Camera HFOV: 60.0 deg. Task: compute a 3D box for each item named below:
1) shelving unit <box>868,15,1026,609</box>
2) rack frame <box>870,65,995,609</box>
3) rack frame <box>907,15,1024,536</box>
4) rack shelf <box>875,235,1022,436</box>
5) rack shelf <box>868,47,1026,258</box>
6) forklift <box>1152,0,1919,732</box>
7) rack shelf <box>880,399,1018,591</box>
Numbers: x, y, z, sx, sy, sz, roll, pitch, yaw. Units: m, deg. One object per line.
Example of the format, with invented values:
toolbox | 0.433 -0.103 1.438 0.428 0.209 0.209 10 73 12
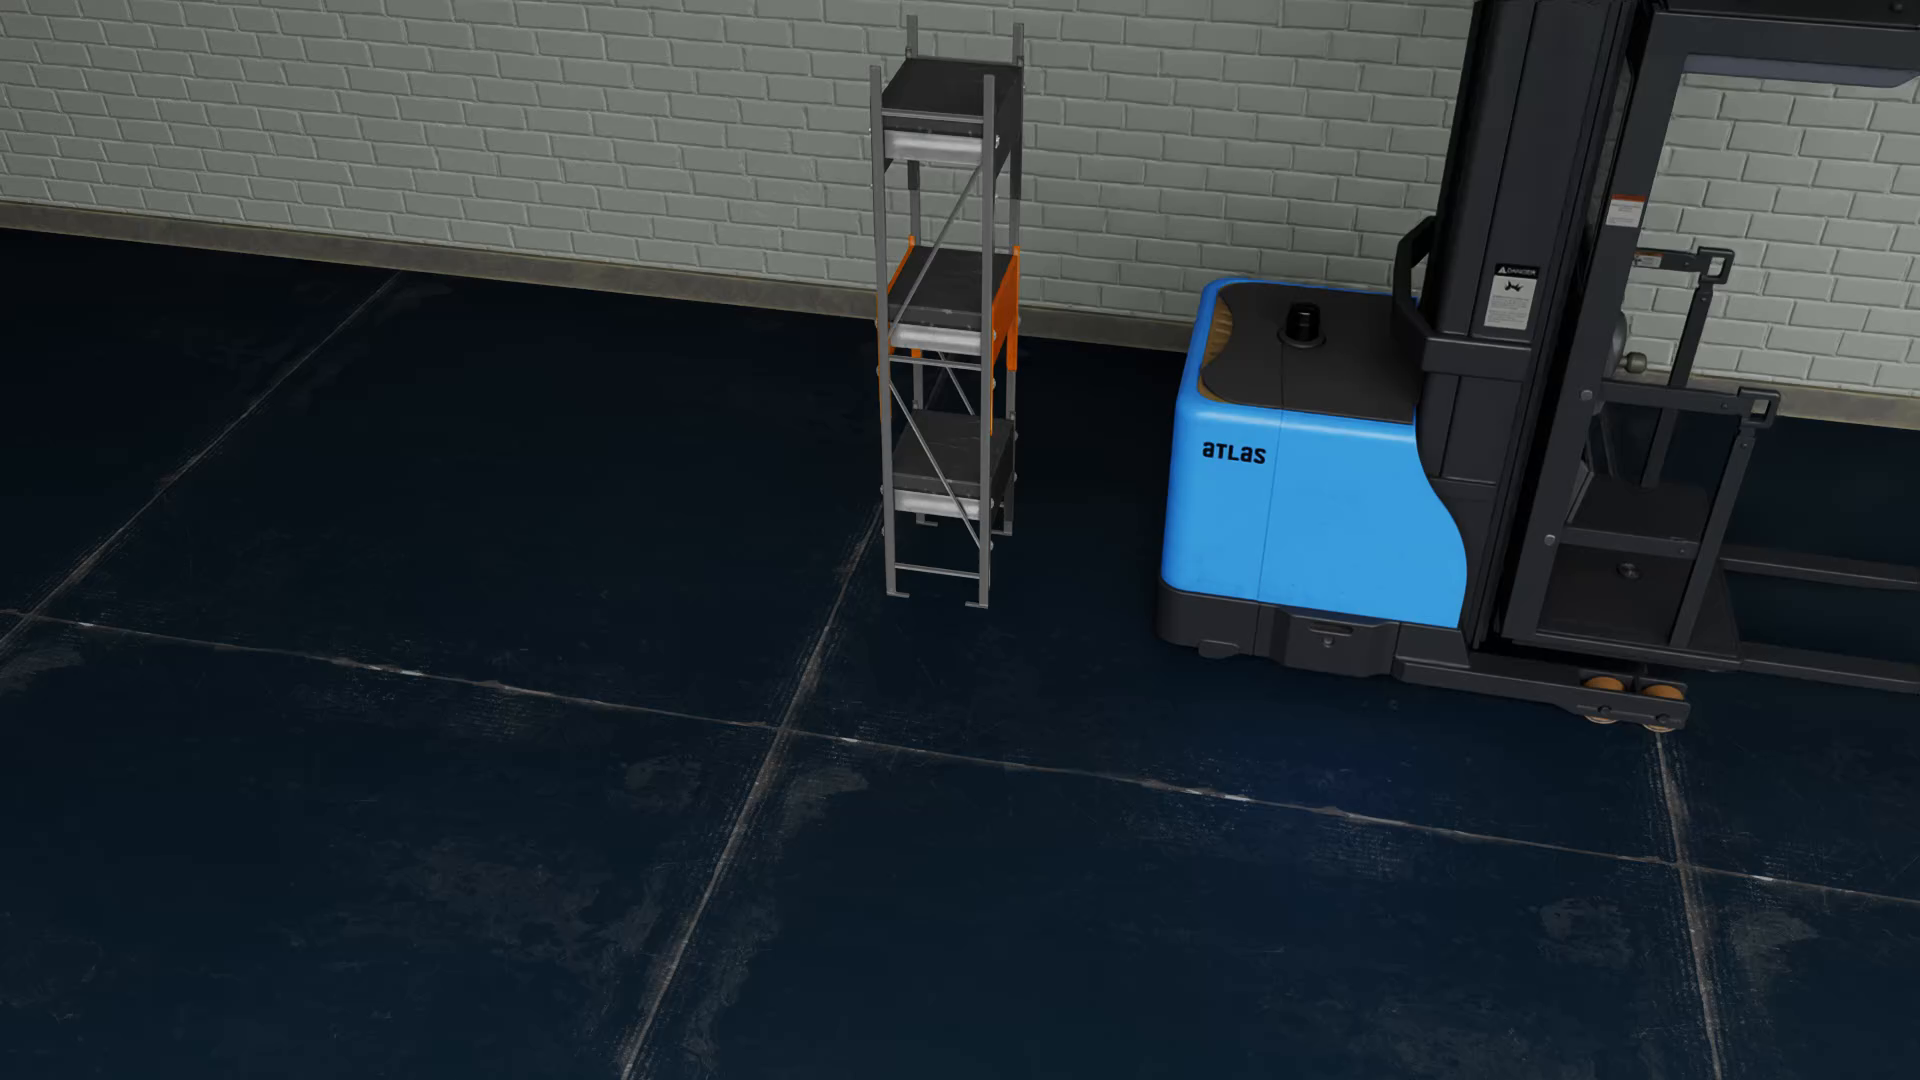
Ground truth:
shelving unit | -0.035 -0.755 6.003 0.431 2.100 0.503 7 37 10
rack frame | -0.087 -0.615 5.810 0.400 2.100 0.015 7 37 10
rack frame | 0.017 -0.895 6.196 0.400 2.100 0.015 7 37 10
rack shelf | -0.035 -0.744 6.011 0.431 0.518 0.480 7 37 10
rack shelf | -0.035 -1.311 5.600 0.431 0.518 0.480 7 37 10
forklift | 2.288 -0.858 5.437 3.031 2.935 1.130 8 37 10
rack shelf | -0.035 -0.177 6.422 0.431 0.518 0.480 7 37 10
